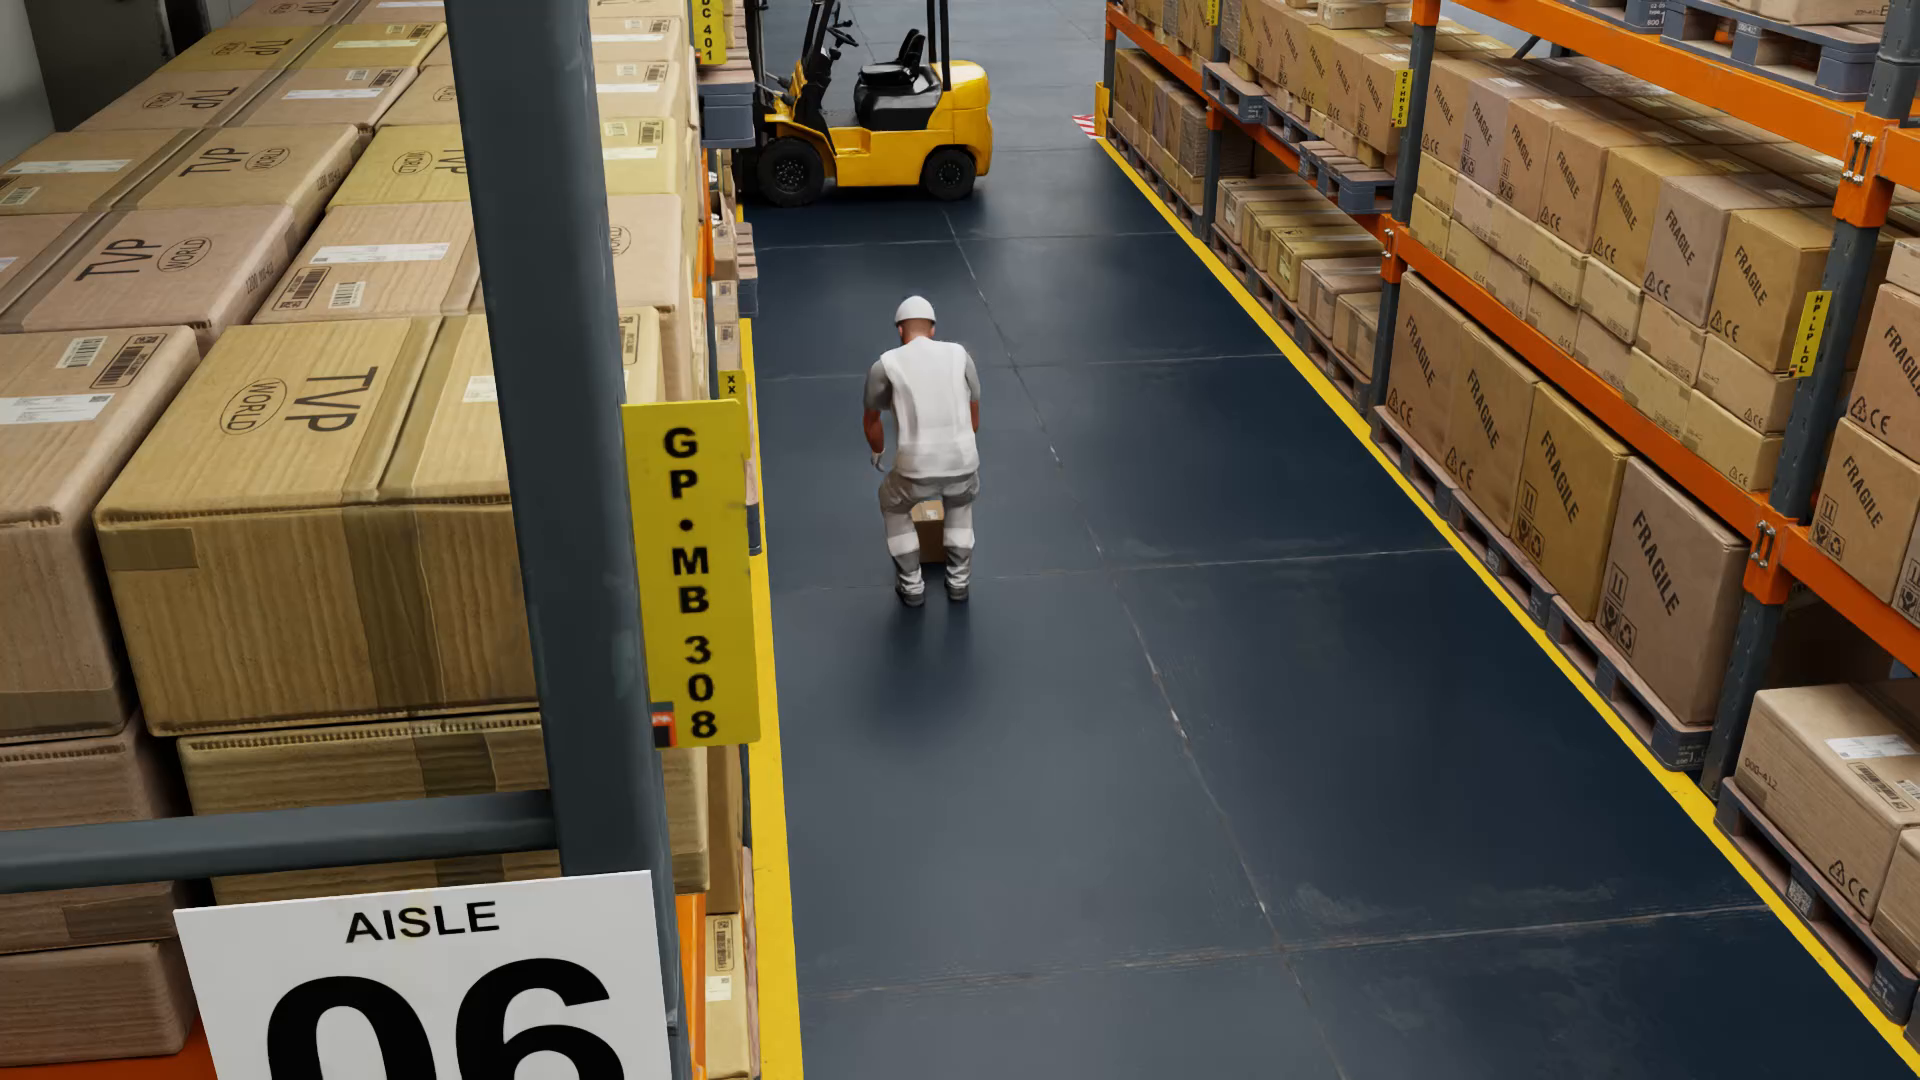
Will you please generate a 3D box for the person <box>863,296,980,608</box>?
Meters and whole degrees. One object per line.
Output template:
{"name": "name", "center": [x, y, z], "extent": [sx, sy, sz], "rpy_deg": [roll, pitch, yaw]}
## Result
{"name": "person", "center": [-0.182, -0.416, 8.229], "extent": [0.581, 1.500, 0.711], "rpy_deg": [-4, 27, -8]}
